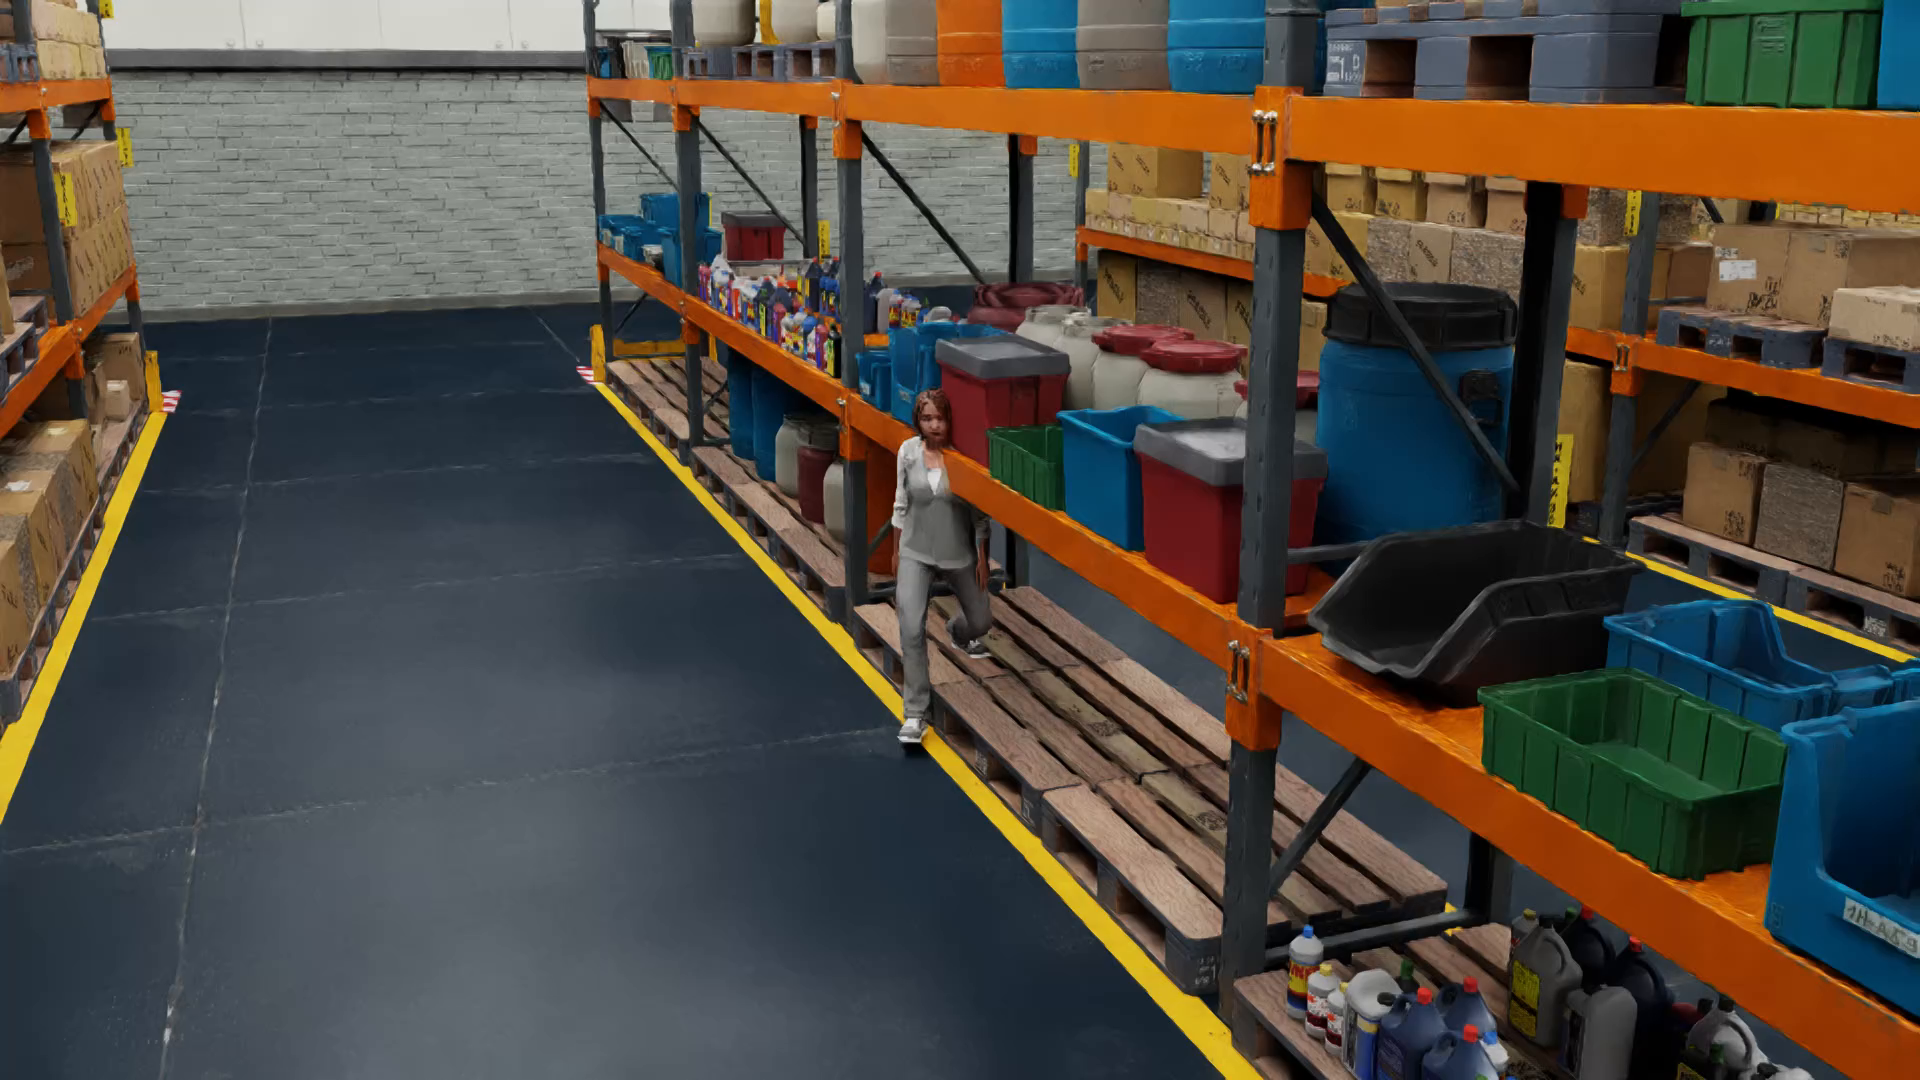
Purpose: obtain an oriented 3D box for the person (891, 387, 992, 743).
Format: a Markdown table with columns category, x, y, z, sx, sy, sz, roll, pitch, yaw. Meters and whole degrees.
| category | x | y | z | sx | sy | sz | roll | pitch | yaw |
| --- | --- | --- | --- | --- | --- | --- | --- | --- | --- |
| person | -0.083 | 0.056 | 7.415 | 0.457 | 1.545 | 0.879 | 0 | 16 | 1 |
